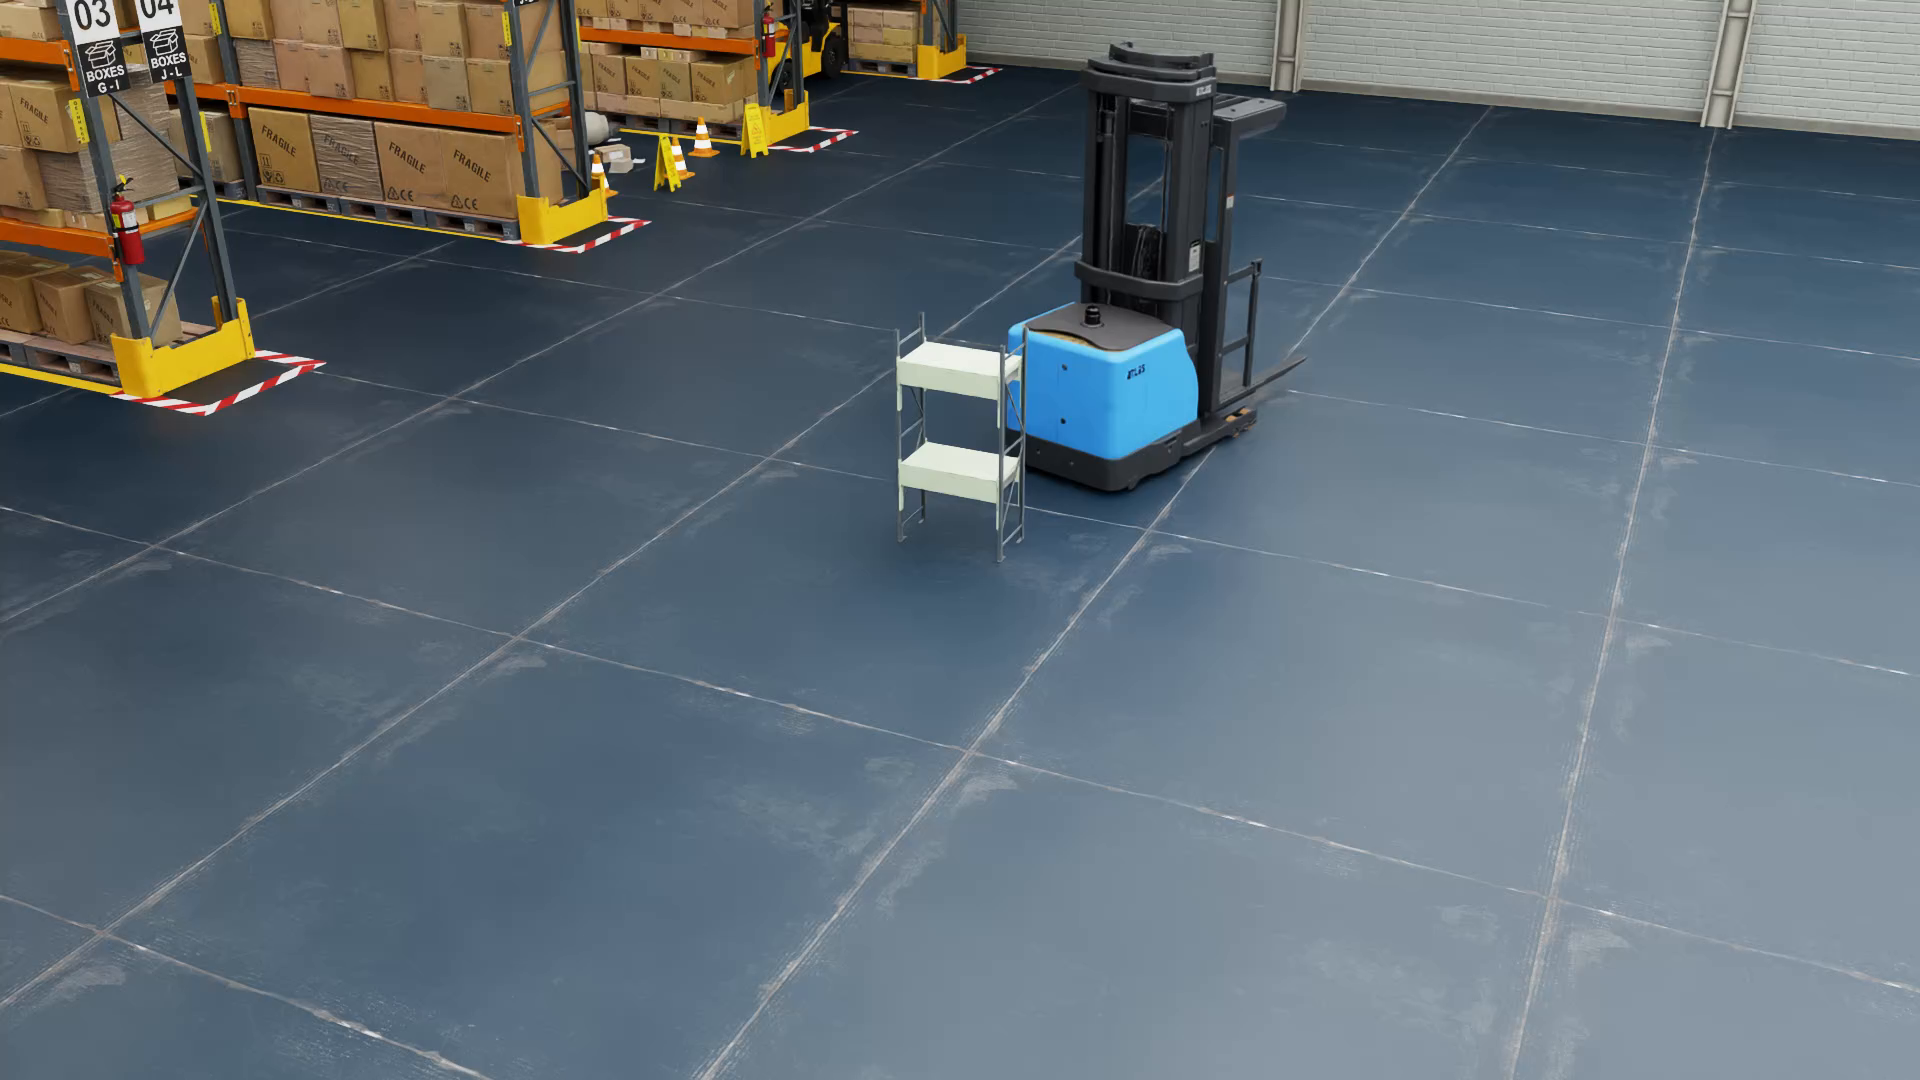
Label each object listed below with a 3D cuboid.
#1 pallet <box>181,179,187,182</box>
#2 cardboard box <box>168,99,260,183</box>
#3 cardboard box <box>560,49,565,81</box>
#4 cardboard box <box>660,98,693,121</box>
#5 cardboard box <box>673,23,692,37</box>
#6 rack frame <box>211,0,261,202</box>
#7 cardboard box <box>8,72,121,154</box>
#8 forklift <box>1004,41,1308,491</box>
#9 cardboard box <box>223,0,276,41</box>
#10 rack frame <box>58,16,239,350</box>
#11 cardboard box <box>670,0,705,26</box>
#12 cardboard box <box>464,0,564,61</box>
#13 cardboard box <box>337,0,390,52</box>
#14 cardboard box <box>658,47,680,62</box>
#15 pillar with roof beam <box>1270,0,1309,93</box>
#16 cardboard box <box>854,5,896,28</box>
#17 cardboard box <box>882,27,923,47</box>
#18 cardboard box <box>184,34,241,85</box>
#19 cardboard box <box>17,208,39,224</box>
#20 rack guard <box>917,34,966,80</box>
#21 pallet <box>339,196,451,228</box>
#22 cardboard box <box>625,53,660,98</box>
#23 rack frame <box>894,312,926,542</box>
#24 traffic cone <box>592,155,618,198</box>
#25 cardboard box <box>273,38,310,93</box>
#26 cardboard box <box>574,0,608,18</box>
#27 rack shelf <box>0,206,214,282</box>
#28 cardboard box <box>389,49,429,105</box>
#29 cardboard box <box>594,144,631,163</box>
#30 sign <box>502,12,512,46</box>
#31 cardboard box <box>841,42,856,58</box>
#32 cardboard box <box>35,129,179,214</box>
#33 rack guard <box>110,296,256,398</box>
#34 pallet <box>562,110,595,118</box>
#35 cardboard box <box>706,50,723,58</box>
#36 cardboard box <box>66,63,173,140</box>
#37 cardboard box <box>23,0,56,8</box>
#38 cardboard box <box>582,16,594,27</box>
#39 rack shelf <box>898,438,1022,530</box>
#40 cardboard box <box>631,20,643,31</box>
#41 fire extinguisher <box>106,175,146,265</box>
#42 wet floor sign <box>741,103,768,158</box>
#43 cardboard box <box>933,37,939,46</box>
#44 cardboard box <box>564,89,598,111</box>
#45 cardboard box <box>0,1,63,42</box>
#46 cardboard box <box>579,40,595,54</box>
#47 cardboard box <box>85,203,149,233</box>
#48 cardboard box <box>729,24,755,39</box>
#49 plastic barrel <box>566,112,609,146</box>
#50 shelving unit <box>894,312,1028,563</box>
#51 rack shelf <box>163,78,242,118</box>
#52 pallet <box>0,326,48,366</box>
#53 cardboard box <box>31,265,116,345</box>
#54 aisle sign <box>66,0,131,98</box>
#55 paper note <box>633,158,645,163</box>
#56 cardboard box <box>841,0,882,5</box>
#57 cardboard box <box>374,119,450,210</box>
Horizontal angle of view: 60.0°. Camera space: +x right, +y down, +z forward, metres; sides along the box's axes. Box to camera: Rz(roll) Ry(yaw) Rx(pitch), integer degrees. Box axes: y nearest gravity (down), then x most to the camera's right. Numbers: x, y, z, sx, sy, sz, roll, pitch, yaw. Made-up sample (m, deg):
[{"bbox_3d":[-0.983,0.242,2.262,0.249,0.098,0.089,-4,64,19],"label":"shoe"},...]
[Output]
[{"bbox_3d":[-9.803,-4.536,20.225,1.213,0.211,1.003,11,28,22],"label":"pallet"},{"bbox_3d":[-8.557,-4.710,19.493,0.750,0.750,1.050,11,28,22],"label":"cardboard box"},{"bbox_3d":[-5.572,-6.538,22.921,0.500,0.500,0.500,13,29,24],"label":"cardboard box"},{"bbox_3d":[-3.672,-5.824,22.320,0.500,0.250,0.500,11,28,22],"label":"cardboard box"},{"bbox_3d":[-3.533,-6.693,21.733,0.250,0.149,0.380,12,29,23],"label":"cardboard box"},{"bbox_3d":[-7.954,-5.454,18.932,0.127,3.000,1.000,11,28,22],"label":"rack frame"},{"bbox_3d":[-7.061,-3.375,13.127,0.500,0.500,0.500,11,28,22],"label":"cardboard box"},{"bbox_3d":[1.669,-2.237,12.475,1.130,2.935,3.031,21,33,36],"label":"forklift"},{"bbox_3d":[-7.633,-5.925,18.495,0.550,0.550,0.875,11,28,22],"label":"cardboard box"},{"bbox_3d":[-6.458,-2.747,13.433,0.127,3.000,1.000,11,28,22],"label":"rack frame"},{"bbox_3d":[-3.418,-6.992,21.605,0.500,0.500,0.500,11,28,22],"label":"cardboard box"},{"bbox_3d":[-4.635,-5.358,17.344,0.550,0.550,0.875,11,28,22],"label":"cardboard box"},{"bbox_3d":[-6.164,-5.623,17.883,0.500,0.550,0.875,11,28,22],"label":"cardboard box"},{"bbox_3d":[-3.783,-6.443,21.994,0.250,0.149,0.380,12,29,23],"label":"cardboard box"},{"bbox_3d":[3.114,-9.081,19.507,0.400,9.000,9.100,11,28,22],"label":"pillar with roof beam"},{"bbox_3d":[-1.320,-8.181,25.977,0.500,0.250,0.500,12,29,23],"label":"cardboard box"},{"bbox_3d":[-0.877,-7.870,25.911,0.500,0.250,0.500,11,28,21],"label":"cardboard box"},{"bbox_3d":[-8.540,-5.487,18.885,0.500,0.500,0.500,11,28,21],"label":"cardboard box"},{"bbox_3d":[-7.501,-2.726,13.676,0.250,0.149,0.380,11,28,22],"label":"cardboard box"},{"bbox_3d":[-0.283,-7.602,26.125,0.348,0.500,1.175,11,28,22],"label":"rack guard"},{"bbox_3d":[-6.180,-3.810,18.750,1.213,0.211,1.003,11,28,22],"label":"pallet"},{"bbox_3d":[-4.126,-6.254,22.344,0.500,0.500,0.500,11,28,21],"label":"cardboard box"},{"bbox_3d":[-0.327,-0.739,11.052,0.023,1.500,0.400,11,28,22],"label":"rack frame"},{"bbox_3d":[-4.209,-4.253,19.364,0.334,0.463,0.336,11,28,22],"label":"traffic cone"},{"bbox_3d":[-7.104,-5.367,18.586,0.550,0.550,0.875,11,28,22],"label":"cardboard box"},{"bbox_3d":[-4.794,-7.269,22.169,0.500,0.500,0.500,11,28,21],"label":"cardboard box"},{"bbox_3d":[-8.279,-2.790,14.335,4.000,0.370,1.077,11,28,22],"label":"rack shelf"},{"bbox_3d":[-5.637,-5.084,18.011,0.550,0.550,0.875,11,28,22],"label":"cardboard box"},{"bbox_3d":[-4.385,-4.880,20.993,0.380,0.149,0.250,-18,31,-31],"label":"cardboard box"},{"bbox_3d":[-4.550,-5.133,16.700,0.005,0.325,0.100,11,28,22],"label":"sign"},{"bbox_3d":[-1.764,-7.832,26.398,0.500,0.250,0.500,12,29,22],"label":"cardboard box"},{"bbox_3d":[-6.948,-3.037,13.572,0.500,0.500,0.875,11,28,22],"label":"cardboard box"},{"bbox_3d":[-6.528,-1.639,14.014,0.348,0.500,1.175,11,28,22],"label":"rack guard"},{"bbox_3d":[-5.371,-6.103,23.407,1.213,0.211,1.003,11,28,22],"label":"pallet"},{"bbox_3d":[-3.476,-6.379,22.600,0.500,0.500,0.500,10,28,20],"label":"cardboard box"},{"bbox_3d":[-6.846,-3.584,13.551,0.500,0.500,0.500,11,28,22],"label":"cardboard box"},{"bbox_3d":[-6.840,-4.129,12.564,0.250,0.149,0.380,11,28,22],"label":"cardboard box"},{"bbox_3d":[-4.871,-7.007,22.370,0.250,0.149,0.380,11,28,22],"label":"cardboard box"},{"bbox_3d":[0.006,-0.379,11.060,0.720,0.370,0.431,11,28,22],"label":"rack shelf"},{"bbox_3d":[-4.169,-6.888,22.130,0.250,0.149,0.380,11,28,22],"label":"cardboard box"},{"bbox_3d":[-6.545,-2.506,13.031,0.183,0.674,0.296,11,28,22],"label":"fire extinguisher"},{"bbox_3d":[-2.626,-5.210,21.102,0.232,0.644,0.267,23,35,39],"label":"wet floor sign"},{"bbox_3d":[-0.671,-7.851,26.438,0.500,0.250,0.500,11,28,22],"label":"cardboard box"},{"bbox_3d":[-5.081,-6.108,22.898,0.500,0.250,0.500,13,29,25],"label":"cardboard box"},{"bbox_3d":[-7.002,-4.011,12.775,0.500,0.250,0.500,12,29,23],"label":"cardboard box"},{"bbox_3d":[-5.015,-6.688,22.493,0.250,0.149,0.380,13,29,24],"label":"cardboard box"},{"bbox_3d":[-6.803,-2.603,13.426,0.250,0.149,0.380,11,28,22],"label":"cardboard box"},{"bbox_3d":[-2.785,-6.601,21.546,0.250,0.149,0.380,12,29,24],"label":"cardboard box"},{"bbox_3d":[-4.863,-5.345,21.626,0.512,0.421,0.421,-12,29,-23],"label":"plastic barrel"},{"bbox_3d":[0.006,-0.672,10.916,0.755,1.500,0.431,11,28,22],"label":"shelving unit"},{"bbox_3d":[-9.775,-5.497,19.834,4.000,0.370,1.077,11,28,22],"label":"rack shelf"},{"bbox_3d":[-8.359,-1.896,14.862,1.213,0.211,1.003,11,28,22],"label":"pallet"},{"bbox_3d":[-7.578,-2.030,14.332,0.500,0.500,0.500,20,33,35],"label":"cardboard box"},{"bbox_3d":[-6.526,-3.781,12.591,0.004,0.787,0.394,11,28,22],"label":"aisle sign"},{"bbox_3d":[-4.041,-4.772,20.908,0.142,0.019,0.148,2,26,4],"label":"paper note"},{"bbox_3d":[-1.571,-8.481,26.586,0.500,0.250,0.500,11,28,21],"label":"cardboard box"},{"bbox_3d":[-5.760,-4.215,18.346,0.875,0.875,0.875,11,28,21],"label":"cardboard box"}]
